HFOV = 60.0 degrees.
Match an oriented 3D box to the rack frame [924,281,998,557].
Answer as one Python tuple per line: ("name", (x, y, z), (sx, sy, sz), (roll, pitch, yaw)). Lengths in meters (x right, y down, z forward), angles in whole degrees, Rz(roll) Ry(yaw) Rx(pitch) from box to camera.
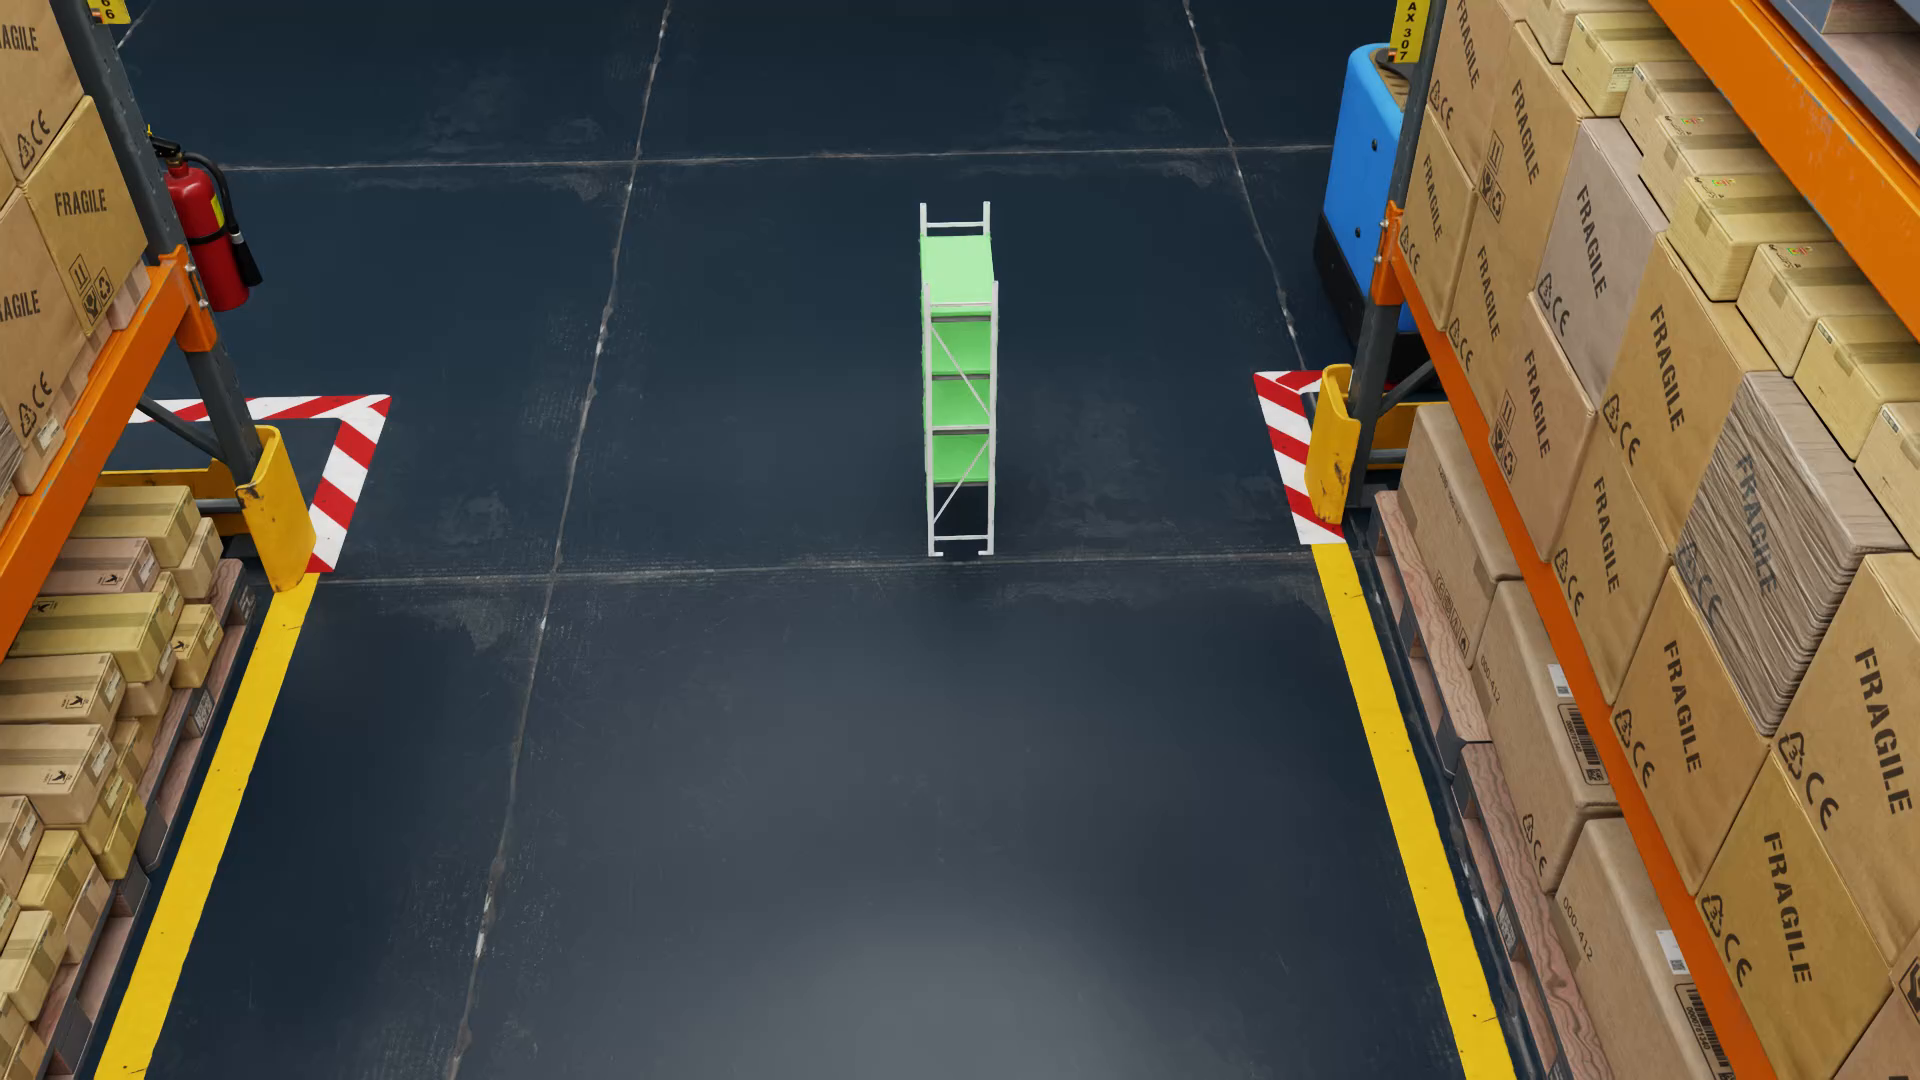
("rack frame", (0.003, -0.389, 5.787), (0.240, 1.200, 0.015), (-2, 43, -2))

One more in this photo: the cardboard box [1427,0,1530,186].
("cardboard box", (1.674, -1.352, 4.691), (0.500, 0.500, 0.500), (-3, 43, -3))

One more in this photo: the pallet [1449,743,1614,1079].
("pallet", (2.099, 1.109, 4.884), (1.003, 0.211, 1.213), (-2, 43, -2))

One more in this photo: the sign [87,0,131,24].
("sign", (-2.447, -1.614, 4.700), (0.100, 0.325, 0.005), (-2, 43, -2))

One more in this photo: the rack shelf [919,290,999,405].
("rack shelf", (-0.007, -0.684, 5.847), (0.258, 0.148, 0.480), (-2, 43, -2))

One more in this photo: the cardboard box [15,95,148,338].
("cardboard box", (-2.727, -0.919, 4.738), (0.500, 0.500, 0.500), (-1, 43, -1))

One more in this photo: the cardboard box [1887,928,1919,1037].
("cardboard box", (1.812, 0.706, 2.446), (0.500, 0.500, 0.500), (-2, 43, -2))

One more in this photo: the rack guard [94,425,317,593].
("rack guard", (-3.000, -0.095, 5.984), (1.175, 0.500, 0.348), (-2, 43, -2))

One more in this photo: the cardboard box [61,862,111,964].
("cardboard box", (-2.646, 1.051, 4.683), (0.380, 0.149, 0.250), (-1, 43, -1))

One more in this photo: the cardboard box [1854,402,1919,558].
("cardboard box", (1.798, -0.109, 2.855), (0.380, 0.149, 0.250), (-2, 43, -2))

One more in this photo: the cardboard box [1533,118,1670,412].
("cardboard box", (1.733, -0.656, 3.931), (0.500, 0.500, 0.500), (-2, 43, -2))

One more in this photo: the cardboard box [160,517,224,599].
("cardboard box", (-2.695, 0.066, 5.536), (0.380, 0.149, 0.250), (-3, 43, -3))

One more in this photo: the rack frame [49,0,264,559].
("rack frame", (-3.003, -1.068, 5.195), (1.000, 3.000, 0.127), (-2, 43, -2))

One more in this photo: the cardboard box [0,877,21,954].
("cardboard box", (-2.681, 1.015, 4.282), (0.380, 0.149, 0.250), (-1, 43, -2))

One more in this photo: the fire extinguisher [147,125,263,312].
("fire extinguisher", (-2.552, -1.085, 5.547), (0.296, 0.674, 0.183), (-2, 43, -2))

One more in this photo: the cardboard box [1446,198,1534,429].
("cardboard box", (1.721, -0.642, 4.657), (0.500, 0.500, 0.500), (-2, 43, -2))

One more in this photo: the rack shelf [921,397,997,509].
("rack shelf", (-0.007, -0.330, 6.172), (0.258, 0.148, 0.480), (-2, 43, -2))

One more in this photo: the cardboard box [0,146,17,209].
("cardboard box", (-2.713, -0.939, 4.021), (0.500, 0.500, 0.500), (-3, 43, -3))

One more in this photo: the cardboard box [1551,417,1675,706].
("cardboard box", (1.763, 0.039, 3.913), (0.500, 0.500, 0.500), (0, 43, 0))

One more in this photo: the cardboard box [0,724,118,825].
("cardboard box", (-2.621, 0.658, 4.671), (0.380, 0.149, 0.250), (0, 43, 0))

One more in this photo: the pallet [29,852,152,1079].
("pallet", (-2.952, 1.382, 4.586), (1.003, 0.211, 1.213), (-2, 43, -2))

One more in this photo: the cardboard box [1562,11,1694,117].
("cardboard box", (1.685, -1.145, 3.985), (0.380, 0.149, 0.250), (-3, 43, -3))

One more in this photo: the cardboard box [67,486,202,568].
("cardboard box", (-2.727, -0.041, 5.434), (0.380, 0.149, 0.250), (-1, 43, -1))

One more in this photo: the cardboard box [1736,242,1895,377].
("cardboard box", (1.761, -0.452, 3.229), (0.380, 0.149, 0.250), (-2, 43, -2))

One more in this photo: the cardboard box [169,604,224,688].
("cardboard box", (-2.660, 0.348, 5.449), (0.380, 0.149, 0.250), (0, 43, 0))

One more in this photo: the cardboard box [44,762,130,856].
("cardboard box", (-2.637, 0.766, 4.773), (0.380, 0.149, 0.250), (-1, 43, -1))

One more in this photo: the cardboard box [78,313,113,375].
("cardboard box", (-2.734, -0.595, 4.865), (0.380, 0.149, 0.250), (-2, 43, -2))

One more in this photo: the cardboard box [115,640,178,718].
("cardboard box", (-2.671, 0.417, 5.154), (0.380, 0.149, 0.250), (-3, 43, -4))

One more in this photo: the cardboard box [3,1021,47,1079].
("cardboard box", (-2.623, 1.399, 4.303), (0.380, 0.149, 0.250), (-3, 43, -3))

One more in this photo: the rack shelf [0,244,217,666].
("rack shelf", (-2.918, 0.547, 3.965), (1.077, 0.370, 4.000), (-2, 43, -2))

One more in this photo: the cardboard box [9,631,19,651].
("cardboard box", (-3.207, 0.365, 5.431), (0.380, 0.149, 0.250), (-2, 43, -2))

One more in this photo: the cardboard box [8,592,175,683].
("cardboard box", (-2.636, 0.301, 5.060), (0.380, 0.149, 0.250), (-3, 43, -3))

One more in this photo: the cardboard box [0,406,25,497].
("cardboard box", (-2.679, -0.229, 3.986), (0.500, 0.500, 0.500), (-2, 43, -2))

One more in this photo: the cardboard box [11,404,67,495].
("cardboard box", (-2.674, -0.254, 4.493), (0.380, 0.149, 0.250), (-1, 43, -1))

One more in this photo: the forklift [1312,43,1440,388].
("forklift", (3.148, -2.122, 6.396), (3.031, 2.935, 1.130), (-4, 43, -4))

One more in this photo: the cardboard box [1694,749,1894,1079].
("cardboard box", (1.806, 0.732, 3.157), (0.500, 0.500, 0.500), (-3, 43, -3))

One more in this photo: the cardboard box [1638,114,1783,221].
("cardboard box", (1.717, -0.799, 3.608), (0.380, 0.149, 0.250), (-1, 43, -1))

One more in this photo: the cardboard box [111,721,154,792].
("cardboard box", (-2.711, 0.695, 5.071), (0.380, 0.149, 0.250), (-1, 43, -1))

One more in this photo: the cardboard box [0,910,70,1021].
("cardboard box", (-2.605, 1.125, 4.381), (0.380, 0.149, 0.250), (-1, 43, -1))

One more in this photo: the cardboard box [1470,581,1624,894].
("cardboard box", (2.114, 0.572, 4.992), (0.875, 0.438, 0.875), (-1, 43, -1))

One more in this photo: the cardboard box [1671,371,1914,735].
("cardboard box", (1.768, 0.020, 3.195), (0.500, 0.500, 0.500), (-1, 43, -1))

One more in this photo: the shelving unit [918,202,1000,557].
("shelving unit", (-0.007, -0.554, 5.966), (0.258, 1.200, 0.503), (-2, 43, -2))
